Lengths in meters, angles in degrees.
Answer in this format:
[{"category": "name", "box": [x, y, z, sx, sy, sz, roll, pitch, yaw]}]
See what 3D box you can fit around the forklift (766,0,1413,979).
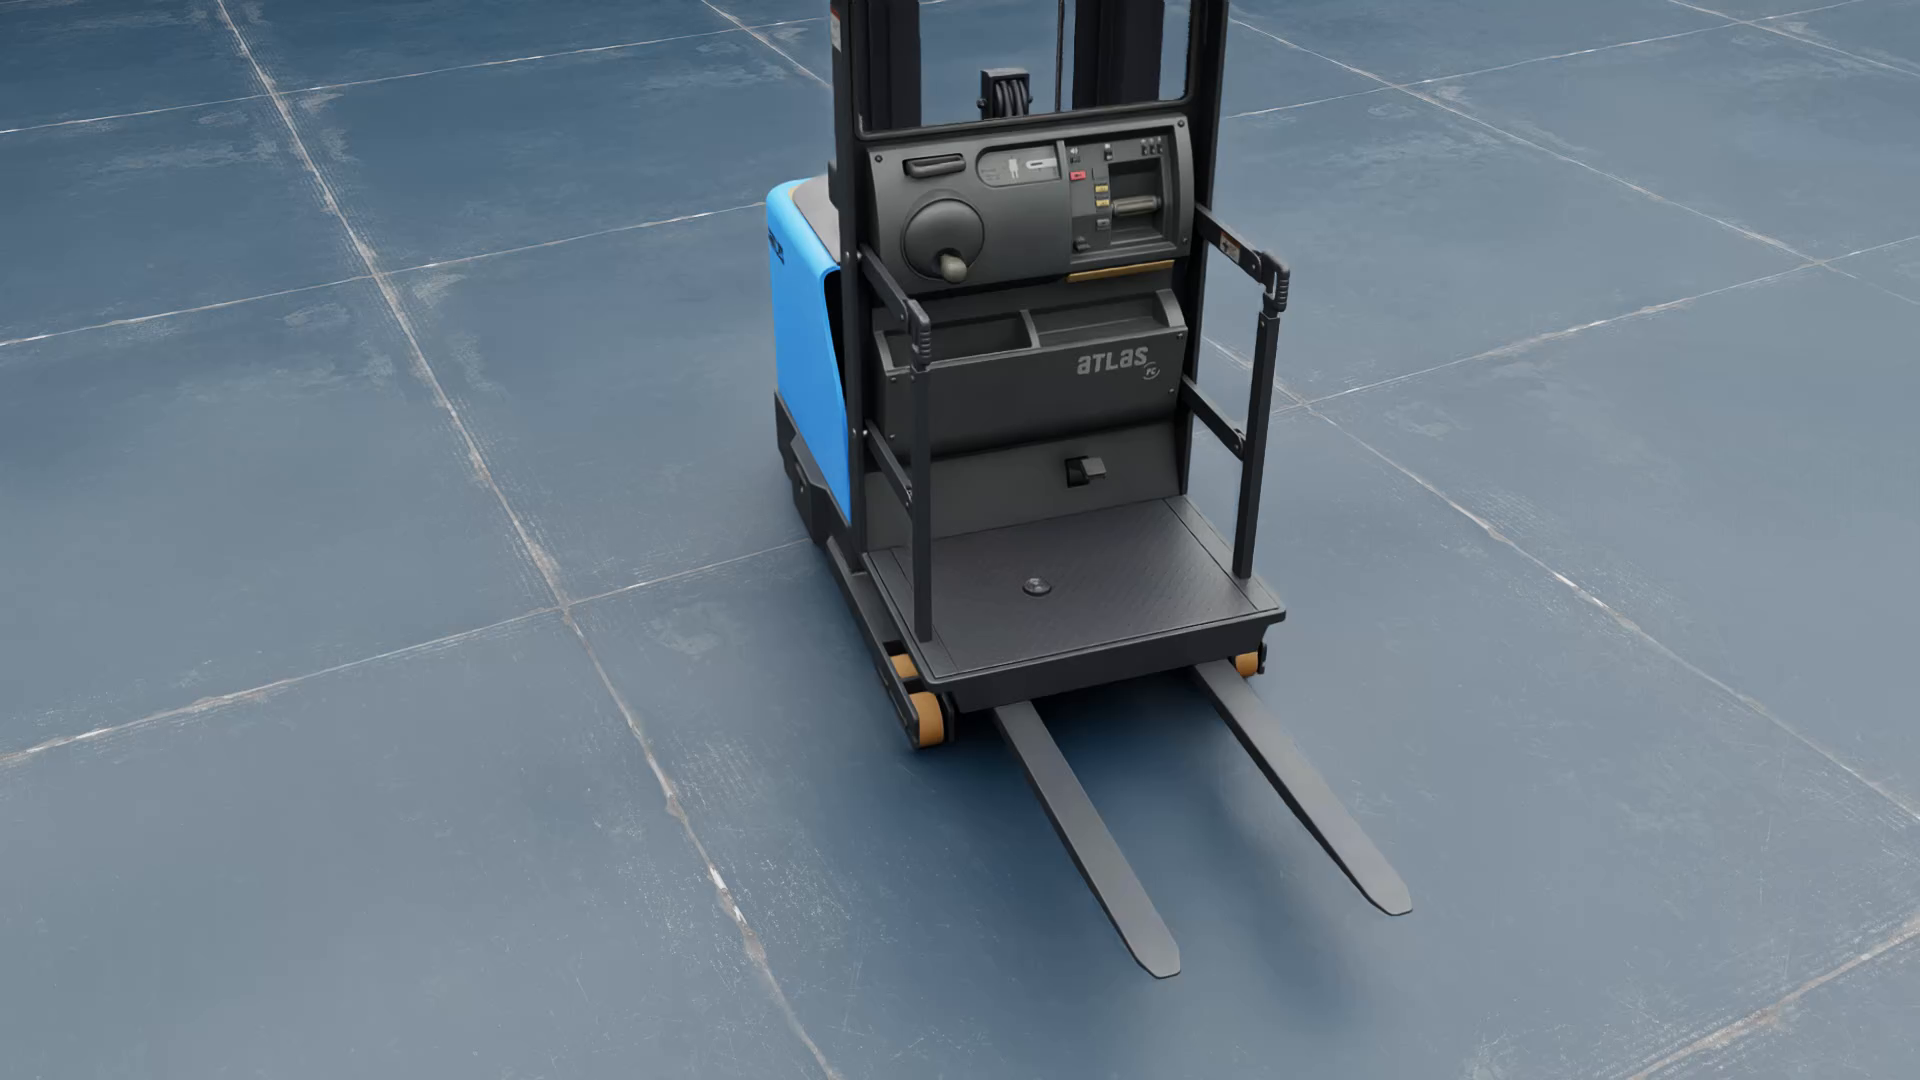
[{"category": "forklift", "box": [0.279, -0.880, 4.407, 1.130, 2.935, 3.031, -10, 34, -16]}]
